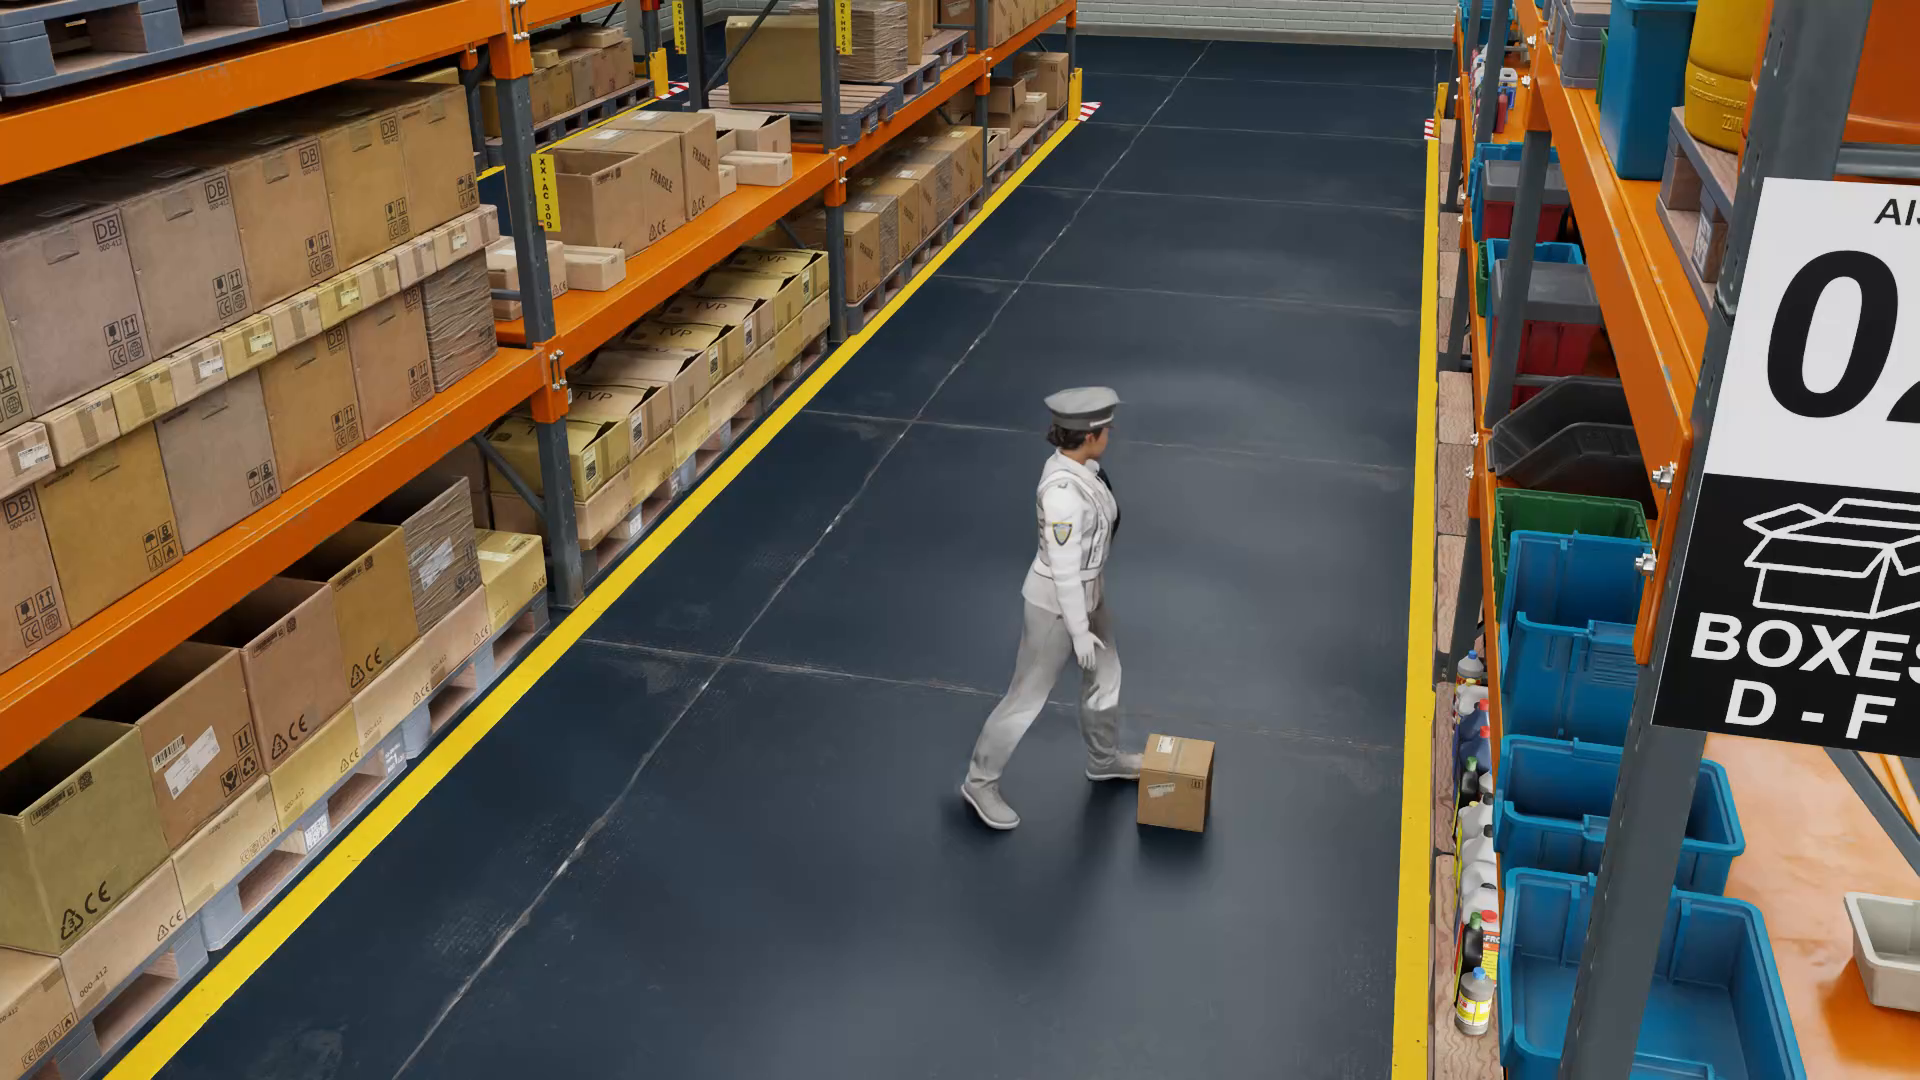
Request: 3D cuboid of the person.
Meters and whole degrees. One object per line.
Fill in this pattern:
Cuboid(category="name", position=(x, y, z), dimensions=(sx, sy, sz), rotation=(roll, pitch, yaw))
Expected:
Cuboid(category="person", position=(0.383, 0.252, 6.101), dimensions=(0.718, 1.636, 0.580), rotation=(6, 26, 12))
